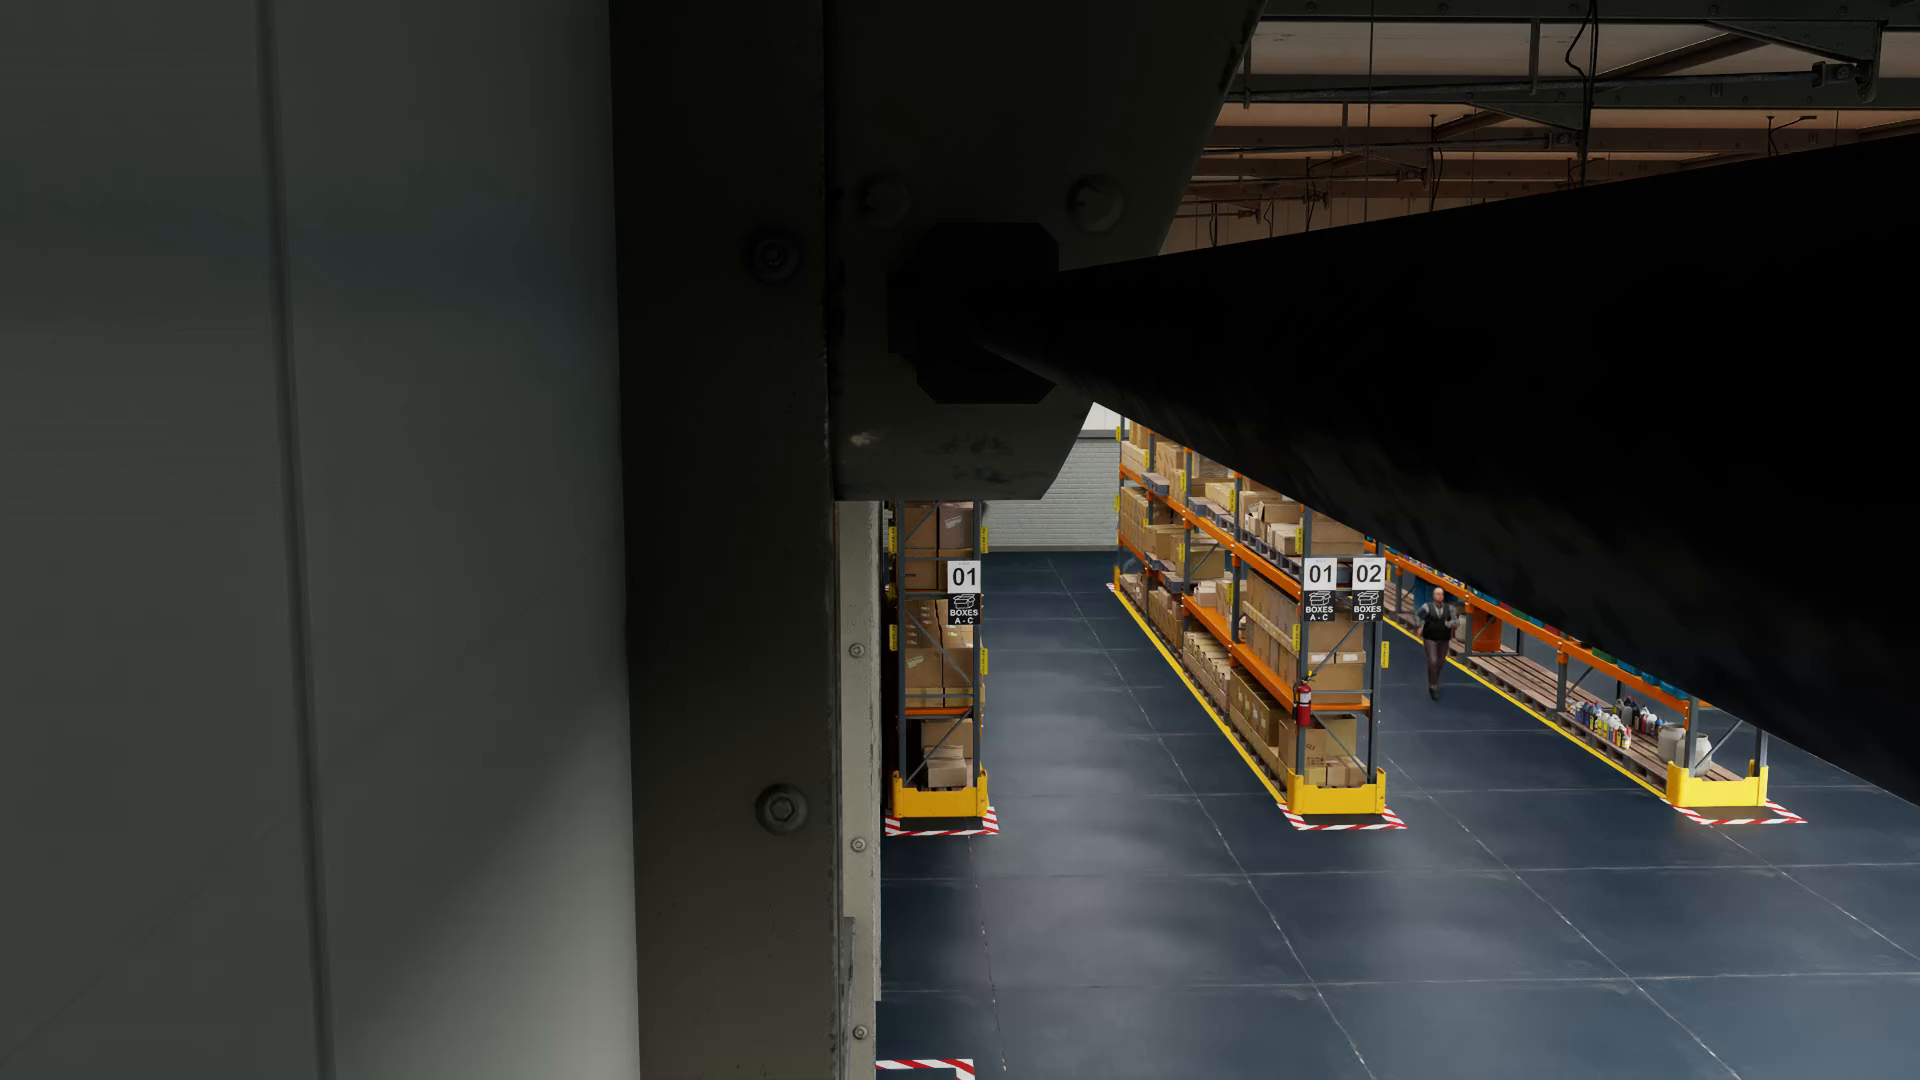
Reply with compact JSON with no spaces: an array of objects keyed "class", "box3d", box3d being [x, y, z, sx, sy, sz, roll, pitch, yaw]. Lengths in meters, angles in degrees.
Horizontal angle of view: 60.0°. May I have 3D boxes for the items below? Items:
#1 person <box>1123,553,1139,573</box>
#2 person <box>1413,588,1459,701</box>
[{"class":"person","box3d":[4.021,0.081,37.546,0.788,1.803,0.701,1,8,4]},{"class":"person","box3d":[7.642,1.624,26.664,0.644,1.734,0.904,0,8,-1]}]
